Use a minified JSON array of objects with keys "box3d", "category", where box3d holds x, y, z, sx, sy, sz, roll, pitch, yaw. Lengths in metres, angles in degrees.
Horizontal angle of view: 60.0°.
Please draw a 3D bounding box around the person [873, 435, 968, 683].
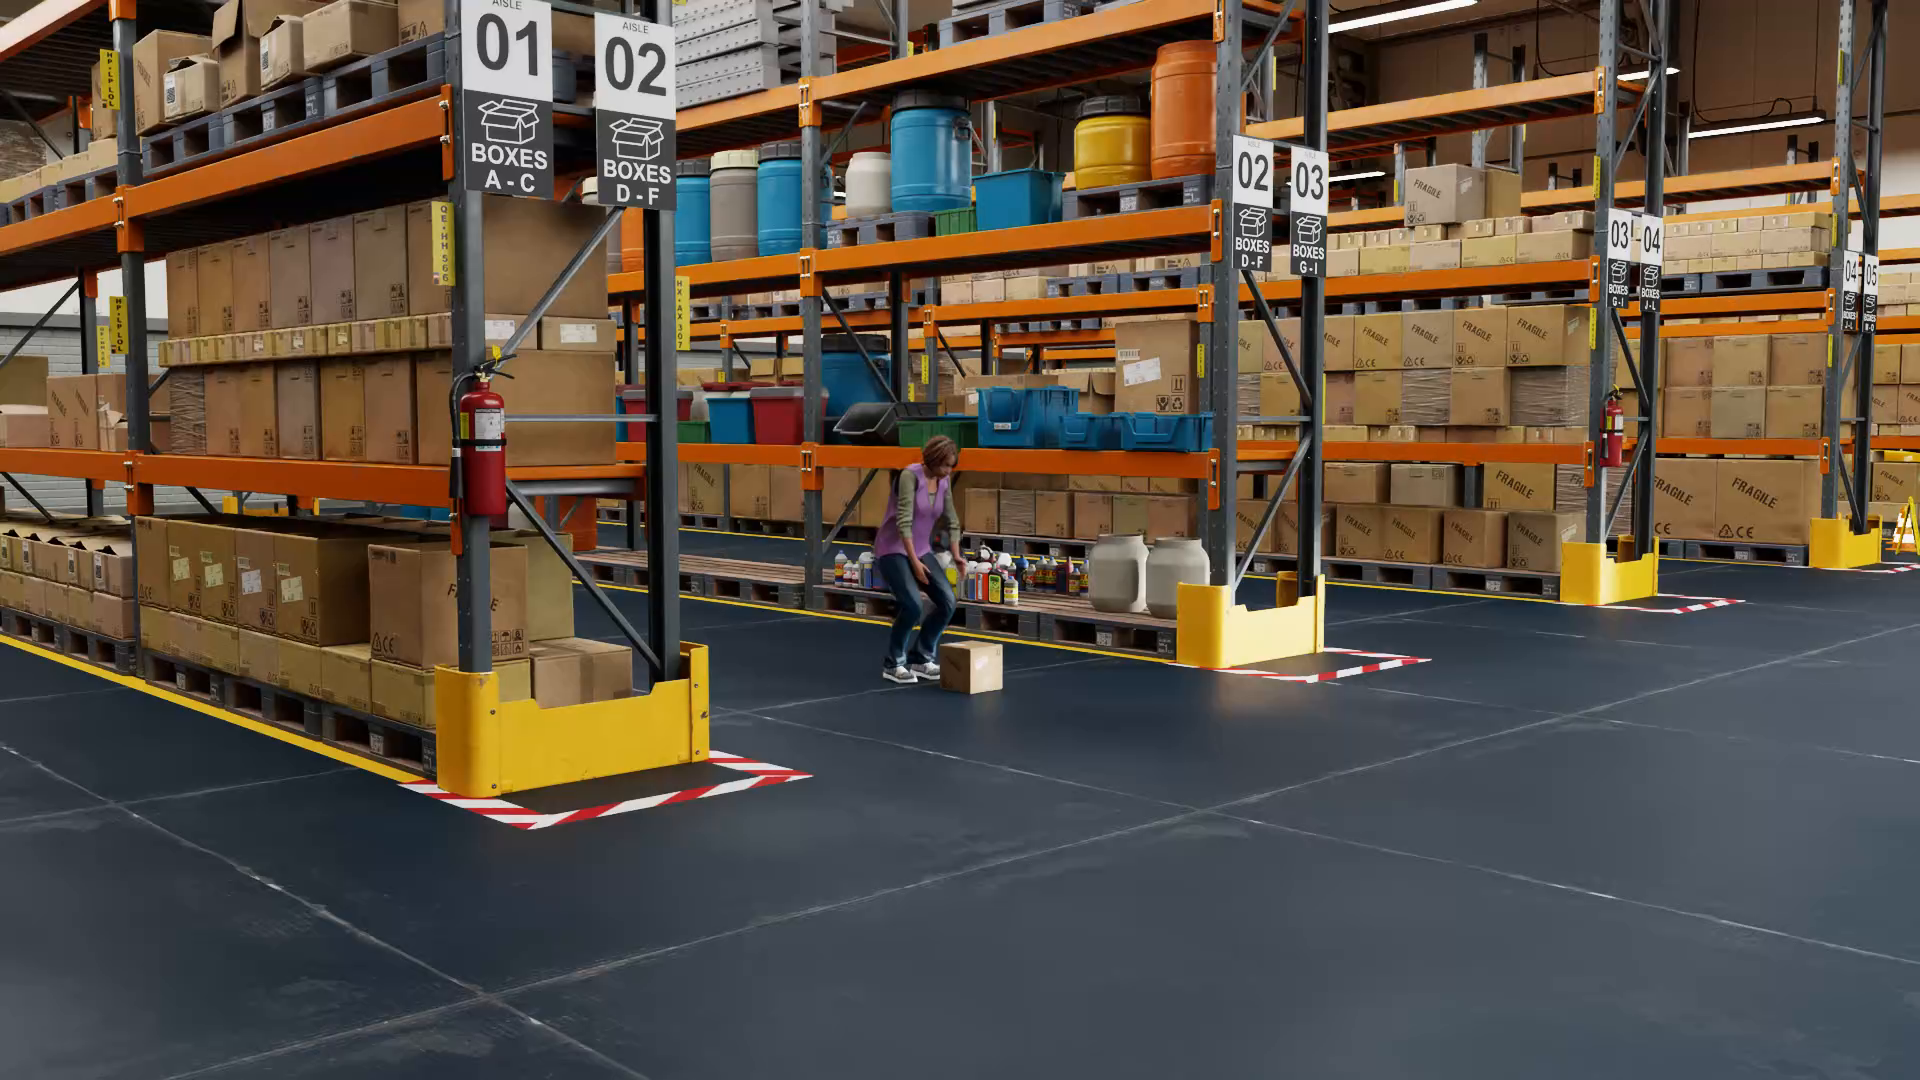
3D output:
[{"box3d":[-0.223,0.106,9.586,0.456,1.423,0.560,-4,6,-43],"category":"person"}]
